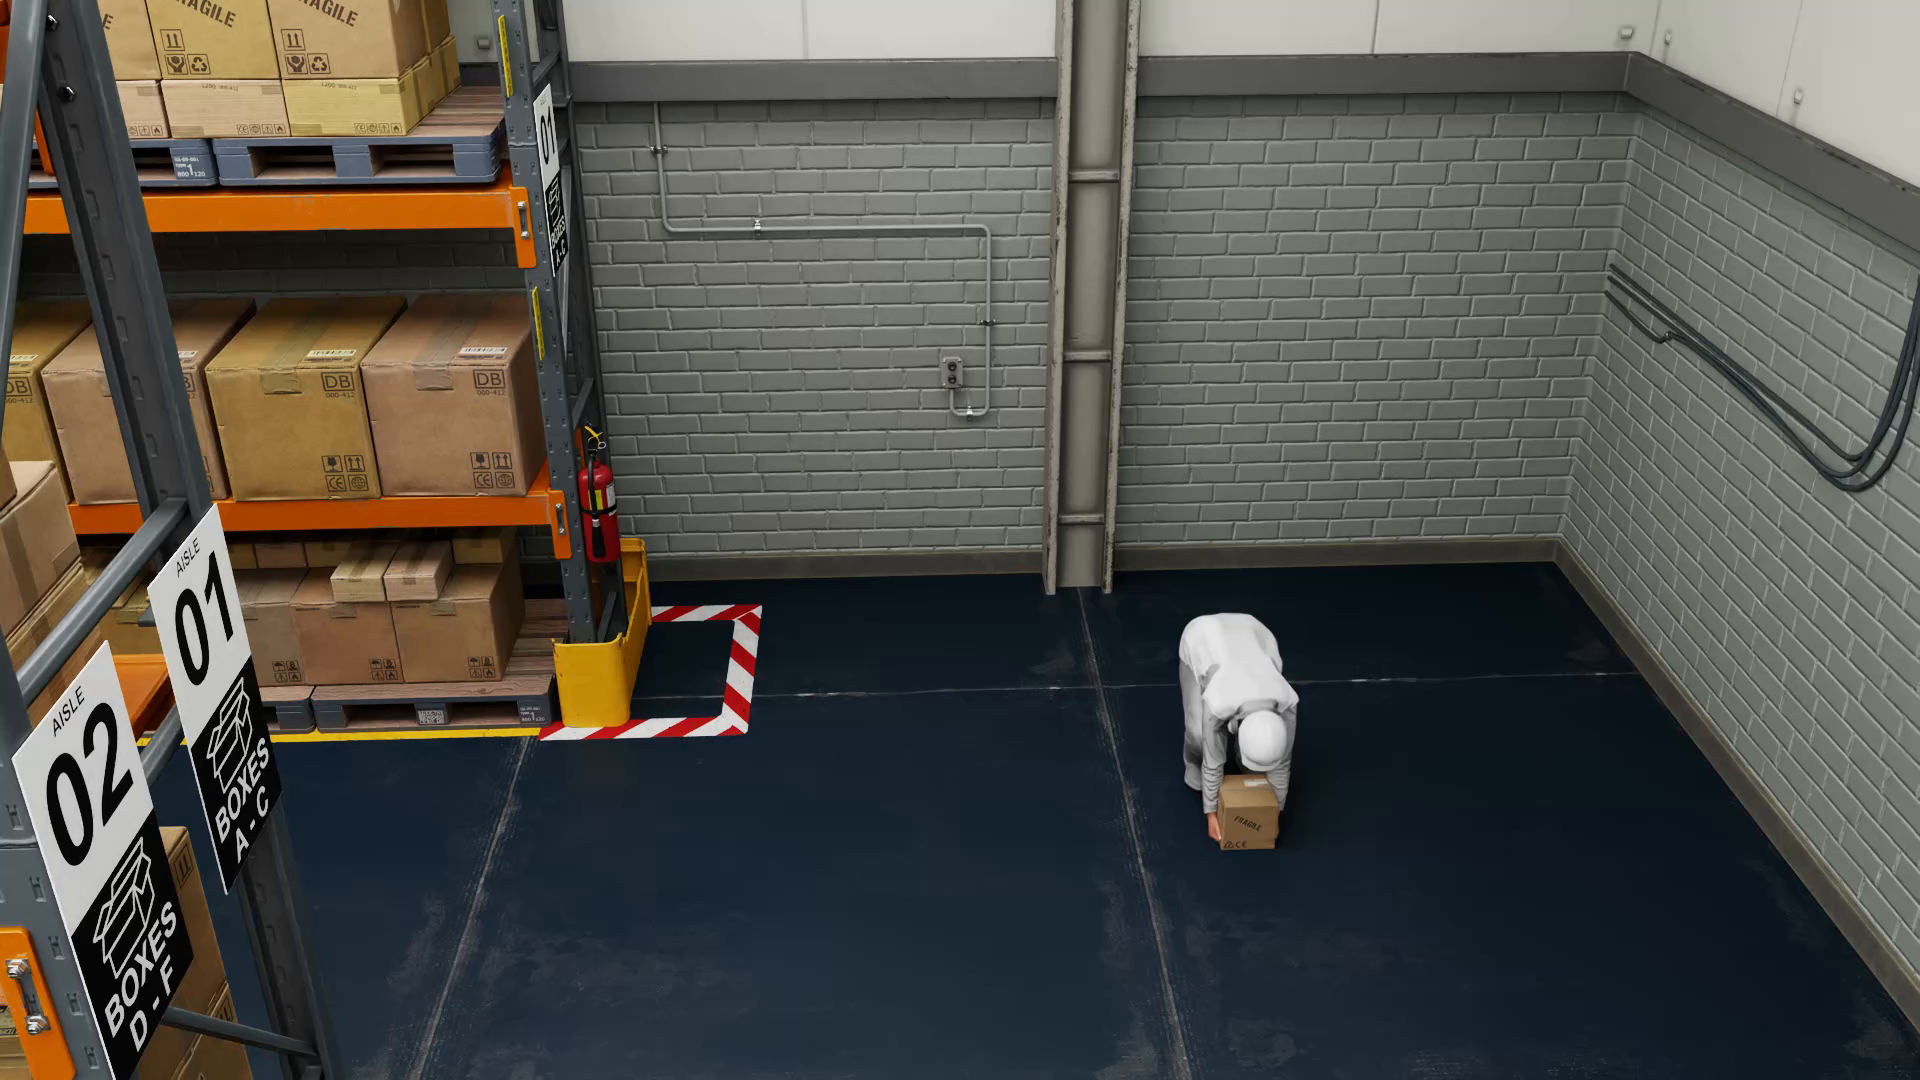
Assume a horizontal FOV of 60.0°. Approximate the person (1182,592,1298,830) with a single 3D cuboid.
[{"bbox_3d":[1.330,0.820,7.860,0.507,0.988,0.997,-3,27,-5],"label":"person"}]
